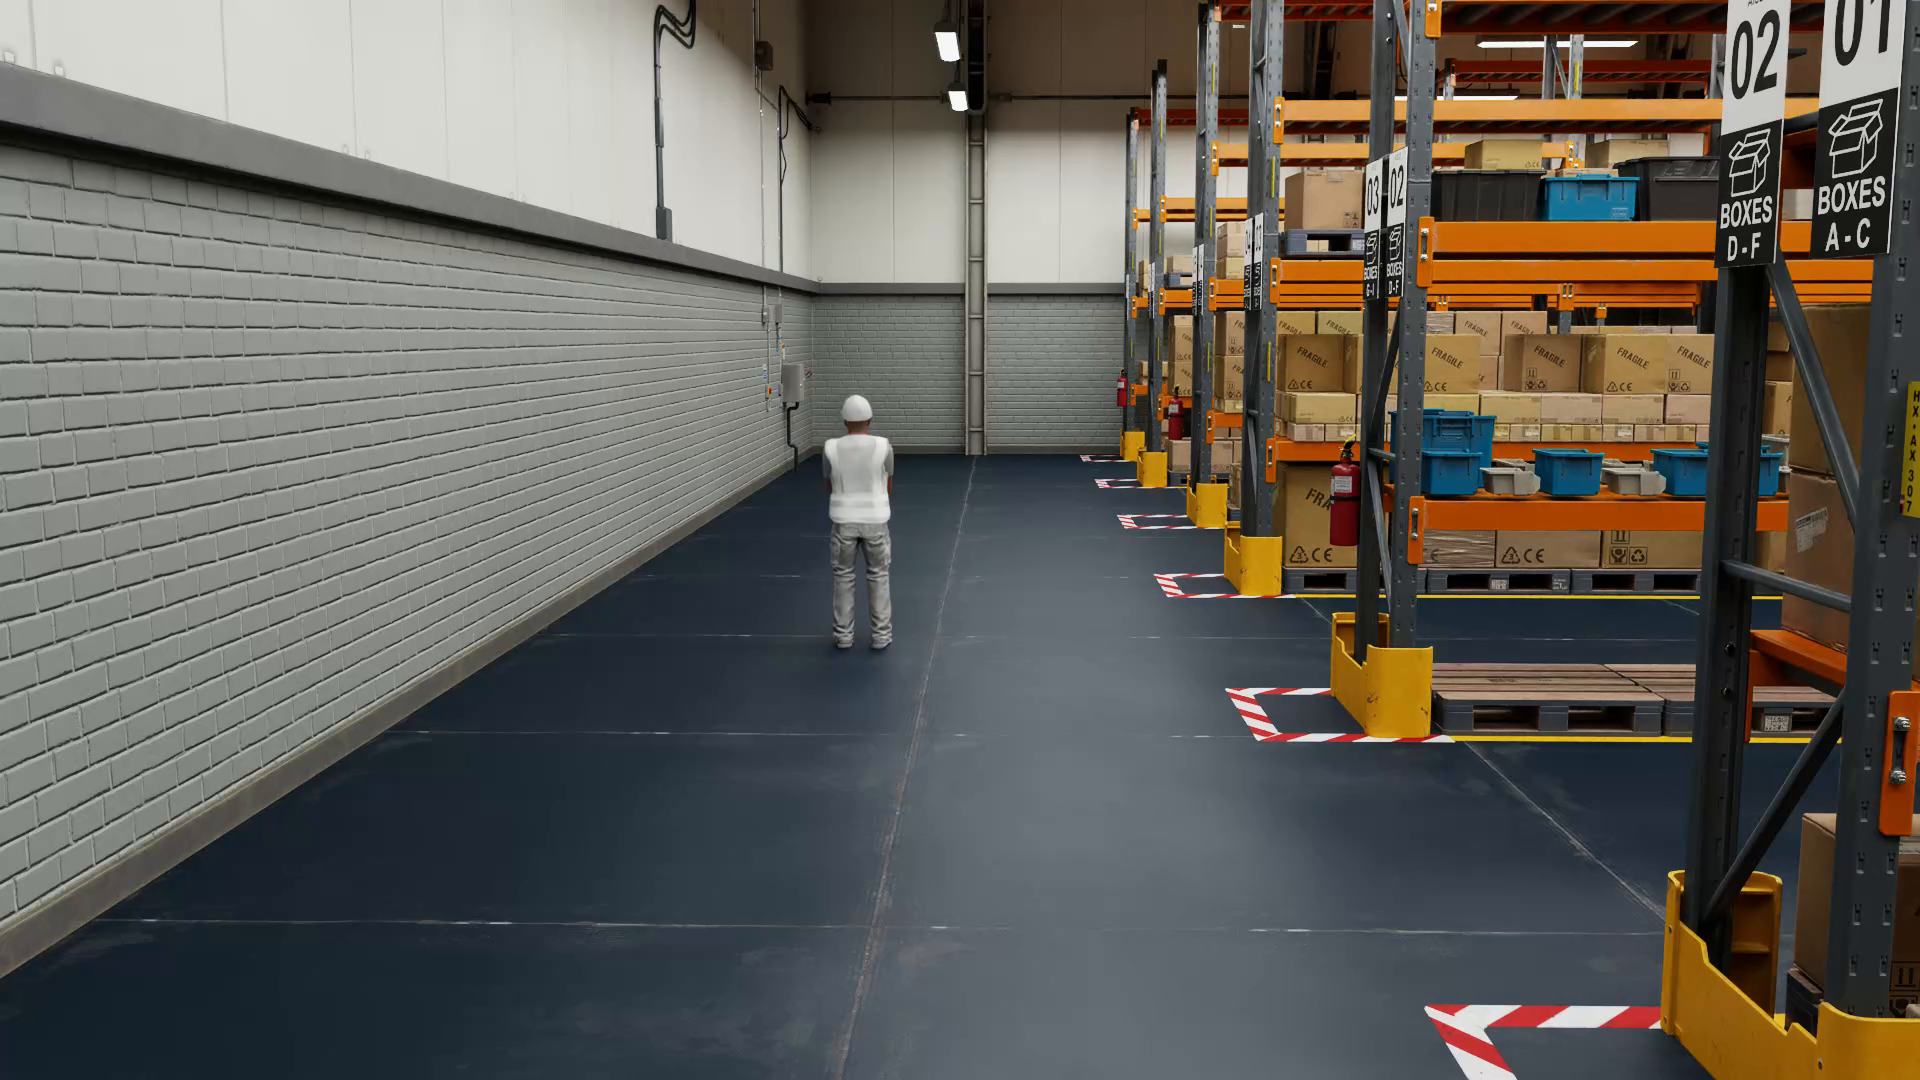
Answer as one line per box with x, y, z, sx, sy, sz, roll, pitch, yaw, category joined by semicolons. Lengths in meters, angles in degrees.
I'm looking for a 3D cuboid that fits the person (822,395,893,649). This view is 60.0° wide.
-0.721;-0.140;11.796;0.497;1.786;0.572;0;7;-3;person
